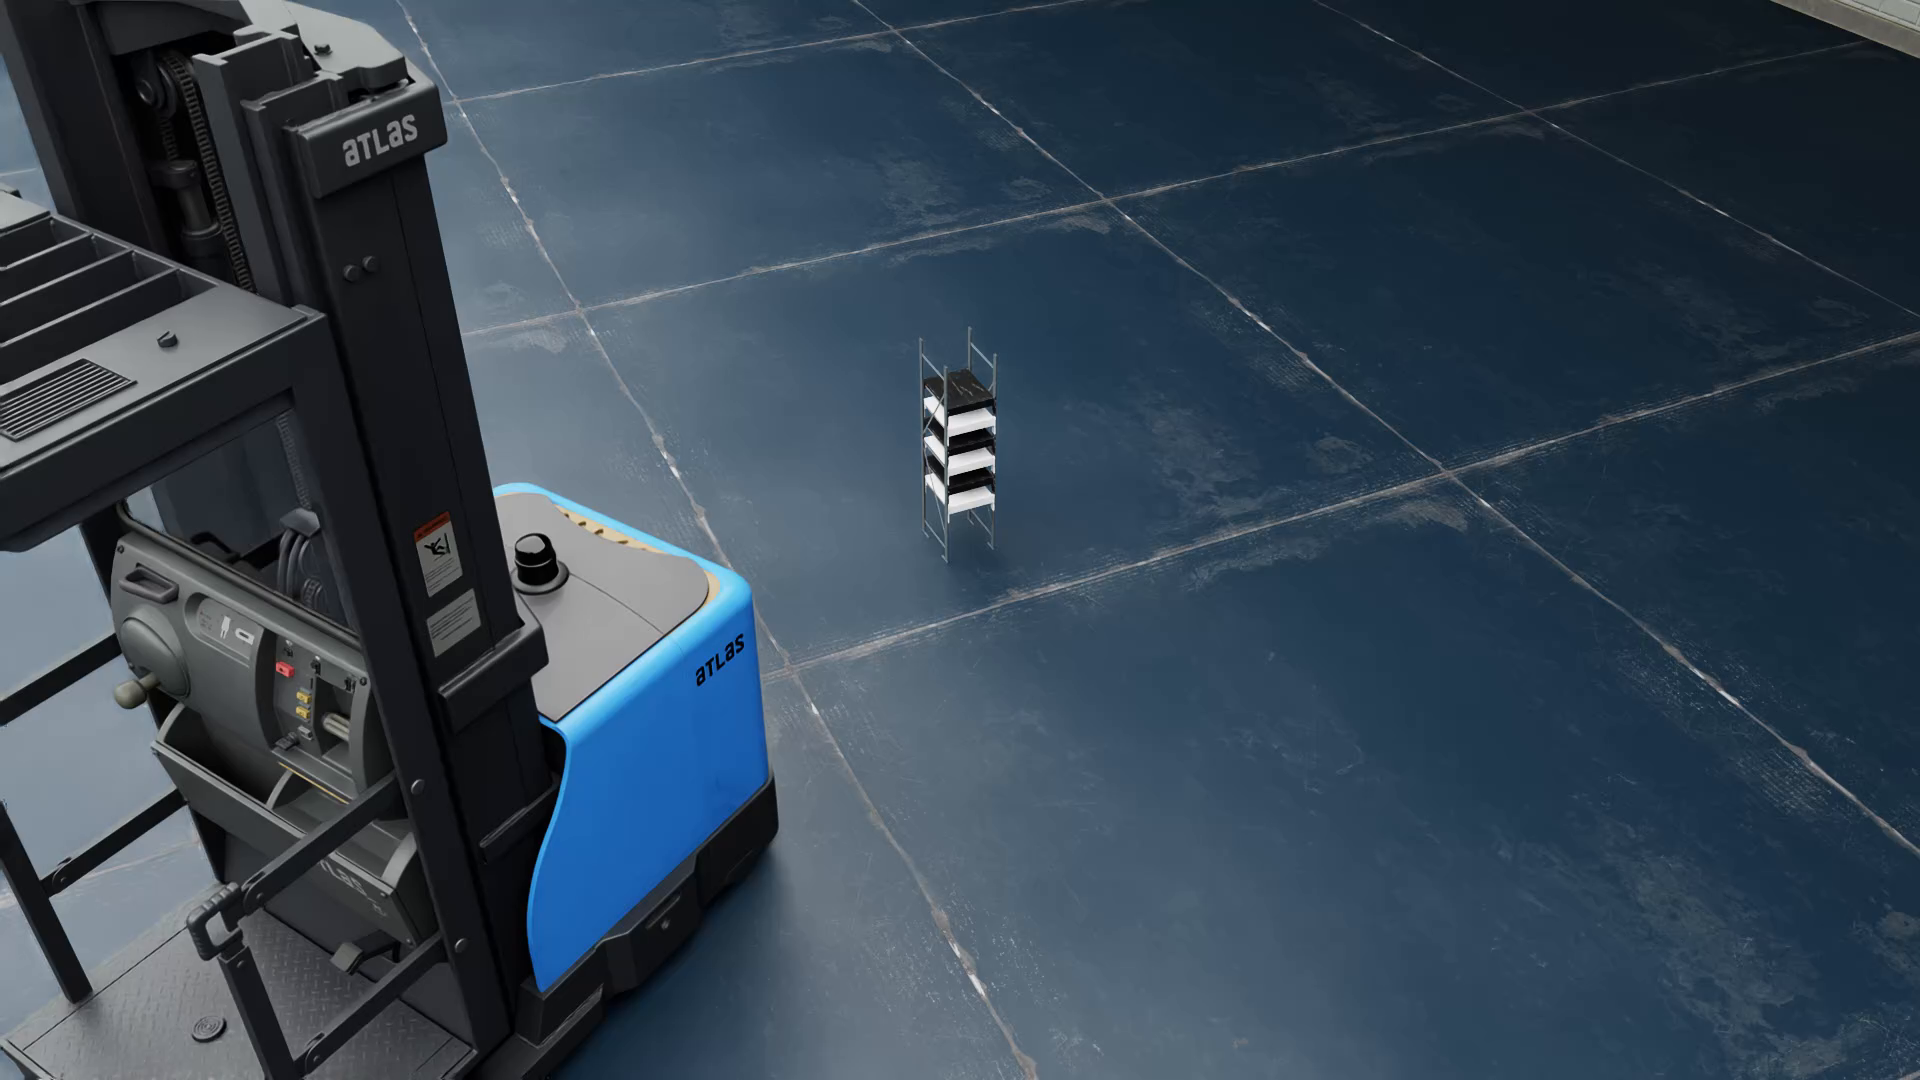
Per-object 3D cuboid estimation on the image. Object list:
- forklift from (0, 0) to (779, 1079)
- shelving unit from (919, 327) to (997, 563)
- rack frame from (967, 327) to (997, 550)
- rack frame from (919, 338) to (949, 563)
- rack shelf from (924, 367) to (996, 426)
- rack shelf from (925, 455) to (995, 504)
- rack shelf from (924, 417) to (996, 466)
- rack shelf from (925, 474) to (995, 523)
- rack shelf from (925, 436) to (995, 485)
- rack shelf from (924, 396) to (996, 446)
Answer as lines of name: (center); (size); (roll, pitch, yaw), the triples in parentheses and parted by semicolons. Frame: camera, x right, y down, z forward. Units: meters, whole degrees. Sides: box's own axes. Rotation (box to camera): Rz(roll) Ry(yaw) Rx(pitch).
forklift: (-1.820, 0.371, 3.790); (1.130, 2.935, 3.031); (22, 42, 26)
shelving unit: (-0.007, -0.359, 6.479); (0.210, 0.900, 0.258); (-16, 39, -20)
rack frame: (0.085, -0.385, 6.514); (0.006, 0.900, 0.240); (-16, 39, -20)
rack frame: (-0.099, -0.334, 6.444); (0.006, 0.900, 0.240); (-16, 39, -20)
rack shelf: (-0.007, -0.549, 6.338); (0.200, 0.077, 0.258); (-16, 39, -20)
rack shelf: (-0.007, -0.260, 6.553); (0.200, 0.077, 0.258); (-16, 39, -20)
rack shelf: (-0.007, -0.405, 6.445); (0.200, 0.077, 0.258); (-16, 39, -20)
rack shelf: (-0.007, -0.188, 6.606); (0.200, 0.077, 0.258); (-16, 39, -20)
rack shelf: (-0.007, -0.333, 6.499); (0.200, 0.077, 0.258); (-16, 39, -20)
rack shelf: (-0.007, -0.477, 6.392); (0.200, 0.077, 0.258); (-16, 39, -20)
